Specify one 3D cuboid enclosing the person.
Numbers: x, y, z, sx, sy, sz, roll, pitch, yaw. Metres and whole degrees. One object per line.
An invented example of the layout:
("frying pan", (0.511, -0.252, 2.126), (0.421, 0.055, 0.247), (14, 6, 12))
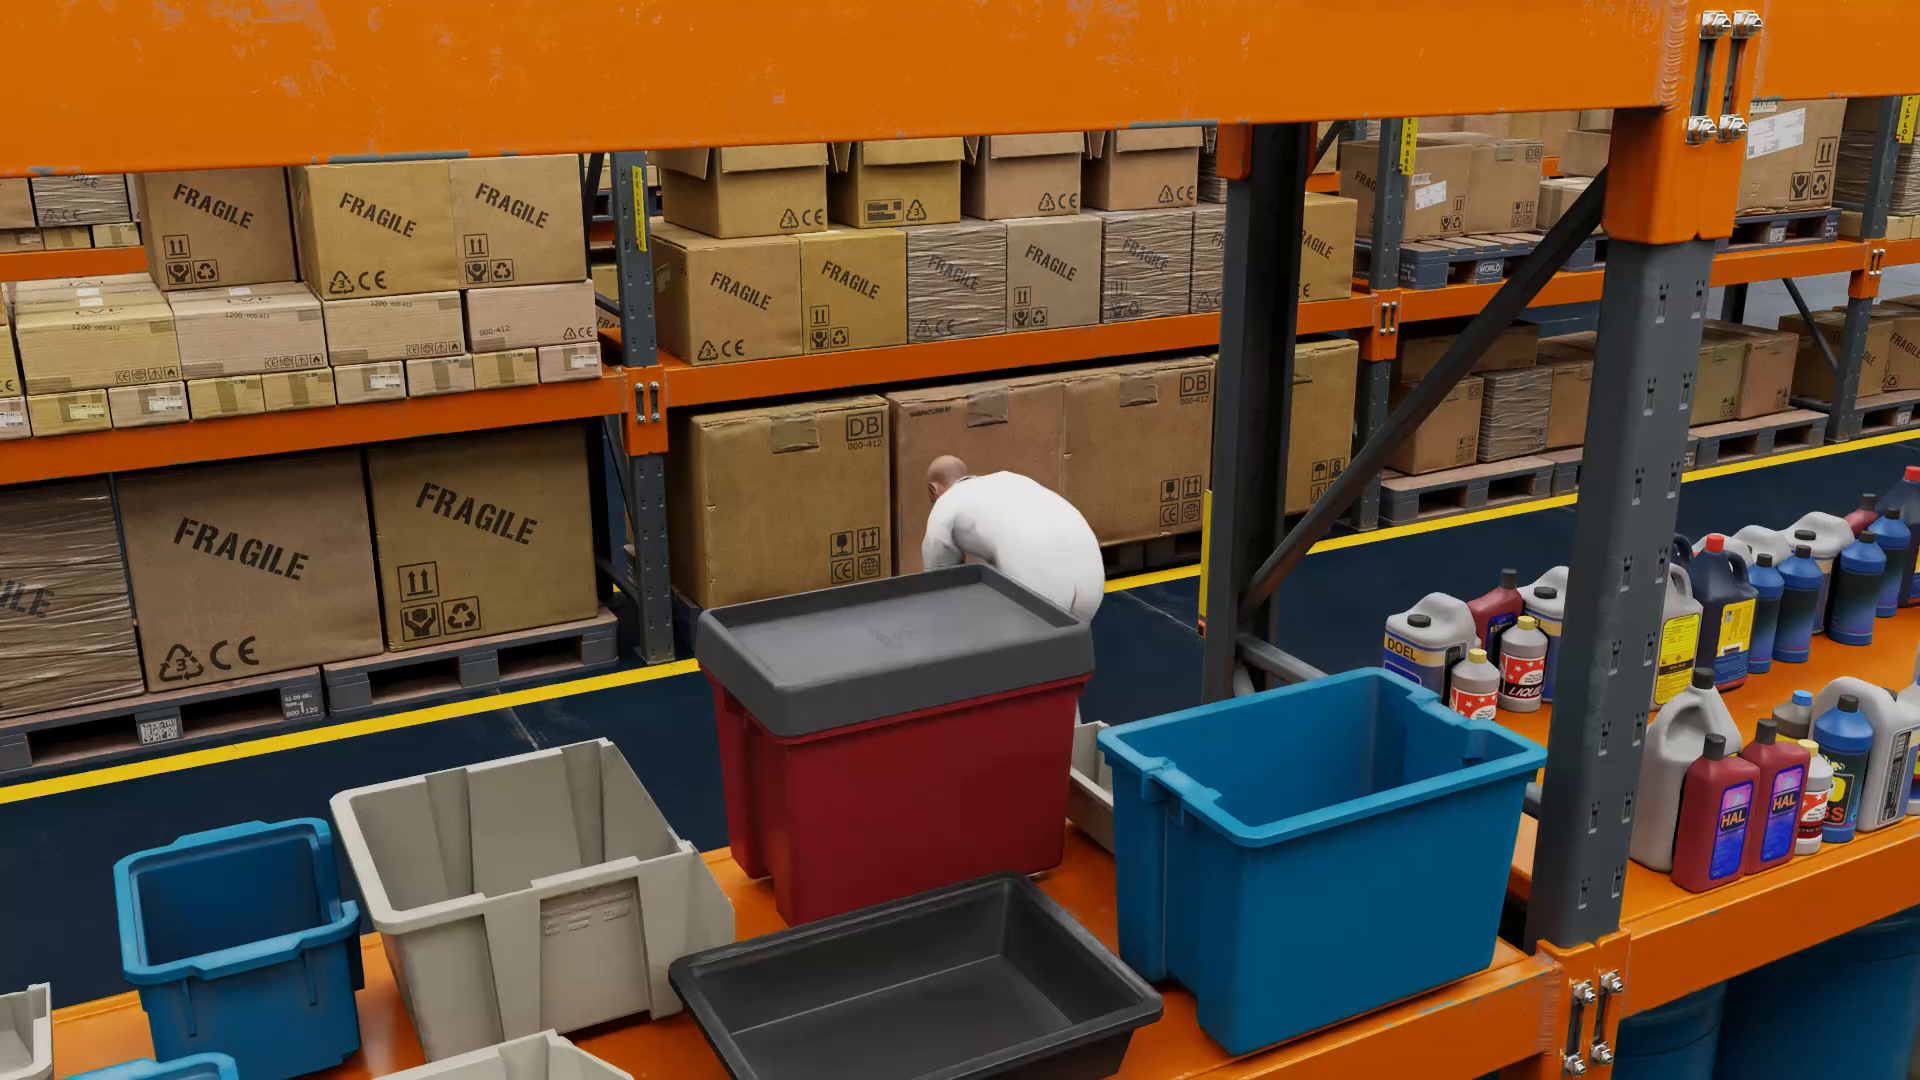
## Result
("person", (0.168, 0.291, 6.289), (0.581, 1.094, 0.941), (-11, 21, -29))
